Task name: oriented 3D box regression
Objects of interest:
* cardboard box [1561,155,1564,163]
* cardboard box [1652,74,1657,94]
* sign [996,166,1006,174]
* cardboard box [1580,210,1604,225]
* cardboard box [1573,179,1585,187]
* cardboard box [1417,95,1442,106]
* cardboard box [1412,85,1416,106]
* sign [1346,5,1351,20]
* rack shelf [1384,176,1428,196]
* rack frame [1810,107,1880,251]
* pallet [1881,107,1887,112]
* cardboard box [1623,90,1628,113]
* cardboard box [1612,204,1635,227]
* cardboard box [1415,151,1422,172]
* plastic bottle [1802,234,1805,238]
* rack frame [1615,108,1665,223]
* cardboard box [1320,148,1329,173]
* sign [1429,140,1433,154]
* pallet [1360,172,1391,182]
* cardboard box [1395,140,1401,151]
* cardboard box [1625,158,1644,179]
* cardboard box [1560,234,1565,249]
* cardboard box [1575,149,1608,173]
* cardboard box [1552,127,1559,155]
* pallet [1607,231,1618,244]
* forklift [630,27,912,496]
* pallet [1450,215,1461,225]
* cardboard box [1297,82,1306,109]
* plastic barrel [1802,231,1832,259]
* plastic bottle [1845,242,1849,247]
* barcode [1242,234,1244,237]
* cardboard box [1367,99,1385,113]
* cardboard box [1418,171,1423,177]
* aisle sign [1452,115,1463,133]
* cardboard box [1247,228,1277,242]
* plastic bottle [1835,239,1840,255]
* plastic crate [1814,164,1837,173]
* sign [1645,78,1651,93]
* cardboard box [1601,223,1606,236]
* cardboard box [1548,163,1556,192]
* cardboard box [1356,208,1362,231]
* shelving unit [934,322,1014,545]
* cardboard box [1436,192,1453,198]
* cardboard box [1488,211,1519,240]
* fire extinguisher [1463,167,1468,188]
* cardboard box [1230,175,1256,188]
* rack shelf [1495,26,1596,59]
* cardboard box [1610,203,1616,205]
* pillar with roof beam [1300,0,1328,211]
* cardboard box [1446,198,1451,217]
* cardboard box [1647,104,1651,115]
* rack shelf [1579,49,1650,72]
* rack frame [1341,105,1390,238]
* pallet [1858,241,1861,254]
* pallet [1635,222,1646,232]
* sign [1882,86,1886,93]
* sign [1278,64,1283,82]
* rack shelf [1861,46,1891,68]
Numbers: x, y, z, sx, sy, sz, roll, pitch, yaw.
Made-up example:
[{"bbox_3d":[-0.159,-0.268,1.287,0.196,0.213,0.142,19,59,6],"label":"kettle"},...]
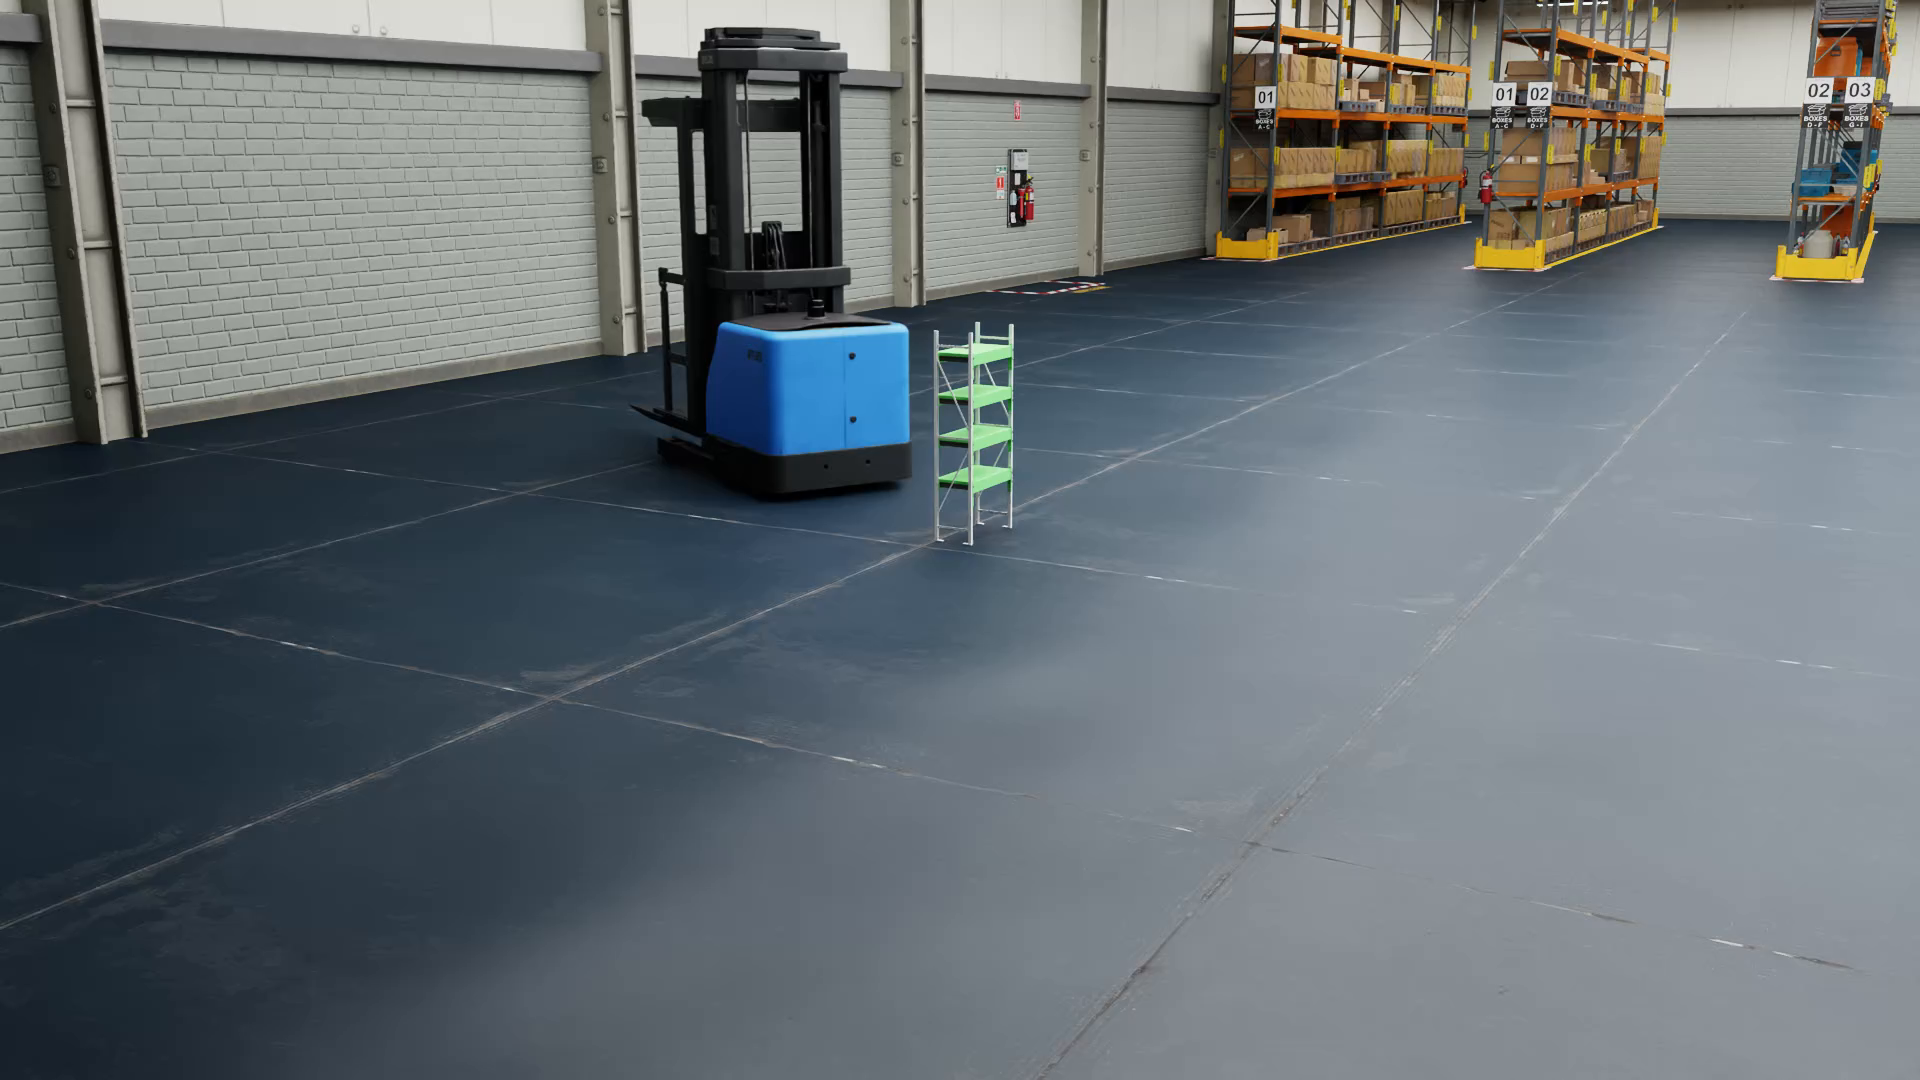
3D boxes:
[{"bbox_3d":[11.104,-7.147,31.182,0.380,0.149,0.250,8,16,30],"label":"cardboard box"},{"bbox_3d":[16.892,-11.318,41.334,0.700,0.500,0.500,7,15,28],"label":"cardboard box"},{"bbox_3d":[0.622,-5.599,25.153,0.001,0.109,0.331,7,15,28],"label":"sign"},{"bbox_3d":[13.440,-6.896,35.514,0.500,0.311,0.500,7,15,27],"label":"cardboard box"},{"bbox_3d":[12.396,-7.215,33.597,0.380,0.149,0.250,7,15,28],"label":"cardboard box"},{"bbox_3d":[11.883,-11.130,42.111,0.500,0.250,0.500,7,15,28],"label":"cardboard box"},{"bbox_3d":[10.797,-10.933,40.930,0.700,0.500,0.500,6,15,25],"label":"cardboard box"},{"bbox_3d":[8.897,-12.069,38.065,0.100,0.325,0.005,7,15,28],"label":"sign"},{"bbox_3d":[10.351,-8.620,40.424,1.077,0.370,4.000,7,15,28],"label":"rack shelf"},{"bbox_3d":[18.057,-7.437,33.982,1.000,3.000,0.127,7,15,28],"label":"rack frame"},{"bbox_3d":[19.152,-9.219,35.377,1.003,0.211,1.213,7,15,28],"label":"pallet"},{"bbox_3d":[14.402,-9.811,37.214,0.910,0.500,0.500,7,15,28],"label":"cardboard box"},{"bbox_3d":[15.669,-7.685,39.404,0.500,0.500,0.500,7,15,28],"label":"cardboard box"},{"bbox_3d":[11.078,-9.354,41.043,0.500,0.500,0.500,8,15,28],"label":"cardboard box"},{"bbox_3d":[15.279,-5.385,30.185,0.144,0.351,0.185,7,15,26],"label":"plastic bottle"},{"bbox_3d":[17.590,-9.640,43.121,1.000,3.000,0.127,7,15,28],"label":"rack frame"},{"bbox_3d":[7.257,-7.805,34.186,0.500,0.500,0.500,7,15,28],"label":"cardboard box"},{"bbox_3d":[11.798,-9.845,41.669,0.100,0.325,0.005,7,15,28],"label":"sign"},{"bbox_3d":[9.133,-8.308,38.004,1.213,0.211,1.003,7,15,28],"label":"pallet"},{"bbox_3d":[10.089,-9.301,39.224,0.500,0.250,0.500,7,15,27],"label":"cardboard box"},{"bbox_3d":[16.141,-8.942,40.011,0.500,0.500,0.500,8,16,30],"label":"cardboard box"},{"bbox_3d":[11.277,-5.720,31.832,0.500,0.250,0.500,7,15,28],"label":"cardboard box"},{"bbox_3d":[13.929,-8.394,36.841,0.700,0.500,0.500,2,14,9],"label":"cardboard box"},{"bbox_3d":[10.610,-7.354,30.657,0.700,0.500,0.500,7,15,28],"label":"cardboard box"},{"bbox_3d":[14.117,-6.792,37.258,1.003,0.211,1.213,7,15,28],"label":"pallet"},{"bbox_3d":[-1.508,-2.005,11.595,1.130,2.935,3.031,-8,16,-30],"label":"forklift"},{"bbox_3d":[12.934,-8.672,45.056,1.003,0.211,1.213,7,15,28],"label":"pallet"},{"bbox_3d":[6.436,-8.688,32.516,0.500,0.500,0.500,8,16,31],"label":"cardboard box"},{"bbox_3d":[14.441,-4.934,28.013,0.421,0.512,0.421,0,14,0],"label":"plastic barrel"},{"bbox_3d":[15.505,-5.090,29.131,0.097,0.271,0.097,0,14,0],"label":"plastic bottle"},{"bbox_3d":[5.589,-6.010,32.843,0.001,0.075,0.075,7,15,28],"label":"barcode"},{"bbox_3d":[9.273,-9.806,37.555,0.500,0.311,0.500,7,15,28],"label":"cardboard box"},{"bbox_3d":[11.301,-9.112,41.423,0.380,0.149,0.250,8,16,29],"label":"cardboard box"},{"bbox_3d":[13.549,-11.445,45.062,0.394,0.787,0.004,7,15,28],"label":"aisle sign"},{"bbox_3d":[5.930,-5.957,32.640,0.500,0.311,0.500,6,15,22],"label":"cardboard box"},{"bbox_3d":[15.640,-5.218,29.636,0.061,0.283,0.133,7,15,28],"label":"plastic bottle"},{"bbox_3d":[17.008,-7.171,32.743,0.402,0.464,0.583,7,15,28],"label":"plastic crate"},{"bbox_3d":[16.144,-10.659,39.001,0.100,0.325,0.005,7,15,28],"label":"sign"},{"bbox_3d":[13.682,-6.731,36.024,0.500,0.250,0.500,8,16,29],"label":"cardboard box"},{"bbox_3d":[10.587,-6.710,30.754,0.700,0.500,0.500,7,15,28],"label":"cardboard box"},{"bbox_3d":[8.731,-7.312,37.859,0.700,0.500,0.500,7,15,28],"label":"cardboard box"},{"bbox_3d":[0.080,-0.617,9.534,0.258,1.200,0.503,7,15,28],"label":"shelving unit"},{"bbox_3d":[12.976,-9.251,44.558,0.380,0.149,0.250,8,16,30],"label":"cardboard box"},{"bbox_3d":[9.854,-5.734,30.287,0.500,0.500,0.500,7,15,28],"label":"cardboard box"},{"bbox_3d":[13.729,-9.961,45.410,0.296,0.674,0.183,7,15,28],"label":"fire extinguisher"},{"bbox_3d":[5.573,-6.973,32.334,0.500,0.250,0.500,8,16,29],"label":"cardboard box"},{"bbox_3d":[10.822,-9.140,30.635,1.077,0.370,4.000,7,15,28],"label":"rack shelf"},{"bbox_3d":[15.684,-7.968,40.577,0.500,0.500,0.500,7,15,28],"label":"cardboard box"},{"bbox_3d":[11.767,-10.820,35.212,9.100,9.000,0.400,7,15,28],"label":"pillar with roof beam"},{"bbox_3d":[12.759,-8.932,44.621,0.700,0.500,0.500,7,15,28],"label":"cardboard box"},{"bbox_3d":[16.353,-10.379,40.104,0.500,0.250,0.500,7,15,28],"label":"cardboard box"},{"bbox_3d":[14.690,-10.782,37.443,1.077,0.370,4.000,7,15,28],"label":"rack shelf"},{"bbox_3d":[9.385,-8.560,38.638,1.000,3.000,0.127,7,15,28],"label":"rack frame"},{"bbox_3d":[17.649,-5.927,33.668,1.003,0.211,1.213,7,15,28],"label":"pallet"},{"bbox_3d":[16.578,-7.856,41.670,1.003,0.211,1.213,7,15,28],"label":"pallet"},{"bbox_3d":[16.600,-8.014,29.958,0.100,0.325,0.005,7,15,28],"label":"sign"},{"bbox_3d":[5.992,-8.740,31.121,0.100,0.325,0.005,7,15,28],"label":"sign"},{"bbox_3d":[19.024,-10.220,35.112,1.077,0.370,4.000,7,15,28],"label":"rack shelf"}]
